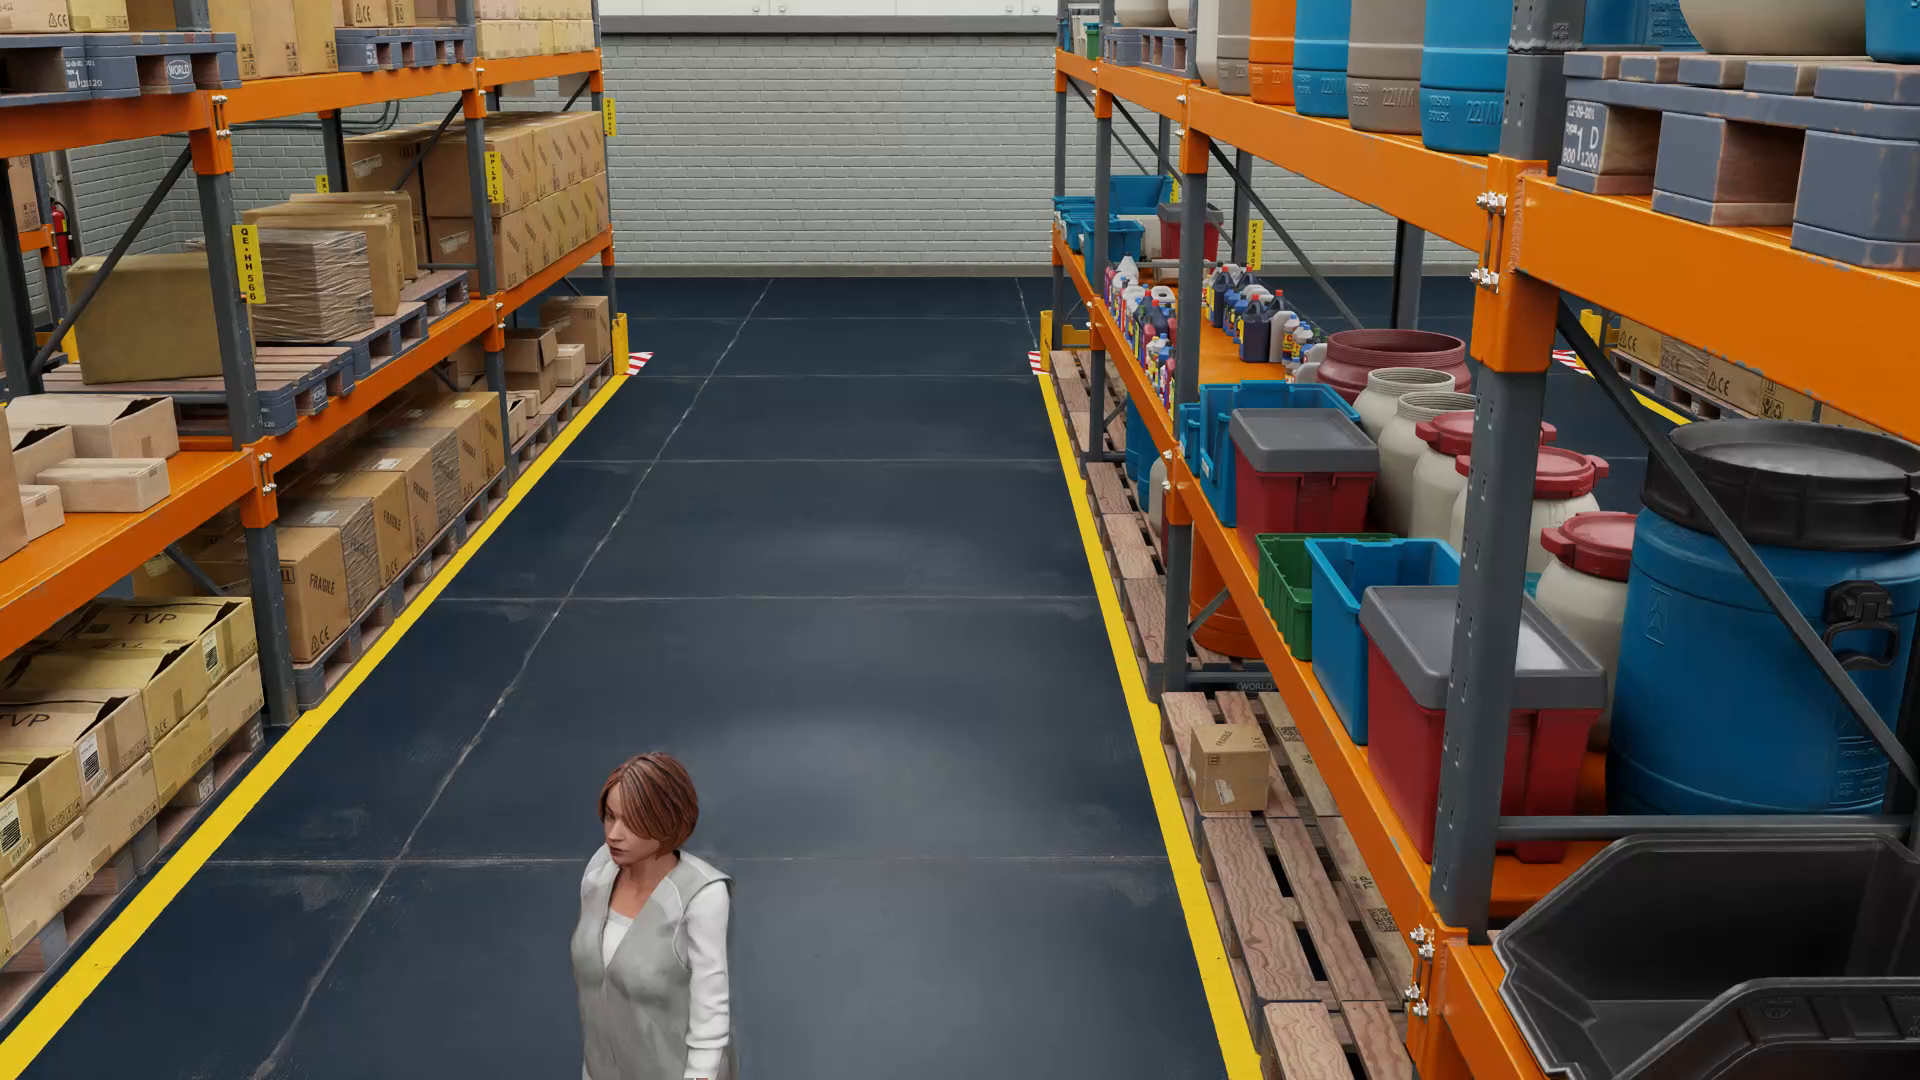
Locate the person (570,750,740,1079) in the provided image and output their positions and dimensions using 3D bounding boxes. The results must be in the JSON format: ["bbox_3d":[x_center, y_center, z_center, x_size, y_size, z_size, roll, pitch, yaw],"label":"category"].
[{"bbox_3d":[-0.683,1.232,3.621,0.424,1.592,0.799,8,19,24],"label":"person"}]
